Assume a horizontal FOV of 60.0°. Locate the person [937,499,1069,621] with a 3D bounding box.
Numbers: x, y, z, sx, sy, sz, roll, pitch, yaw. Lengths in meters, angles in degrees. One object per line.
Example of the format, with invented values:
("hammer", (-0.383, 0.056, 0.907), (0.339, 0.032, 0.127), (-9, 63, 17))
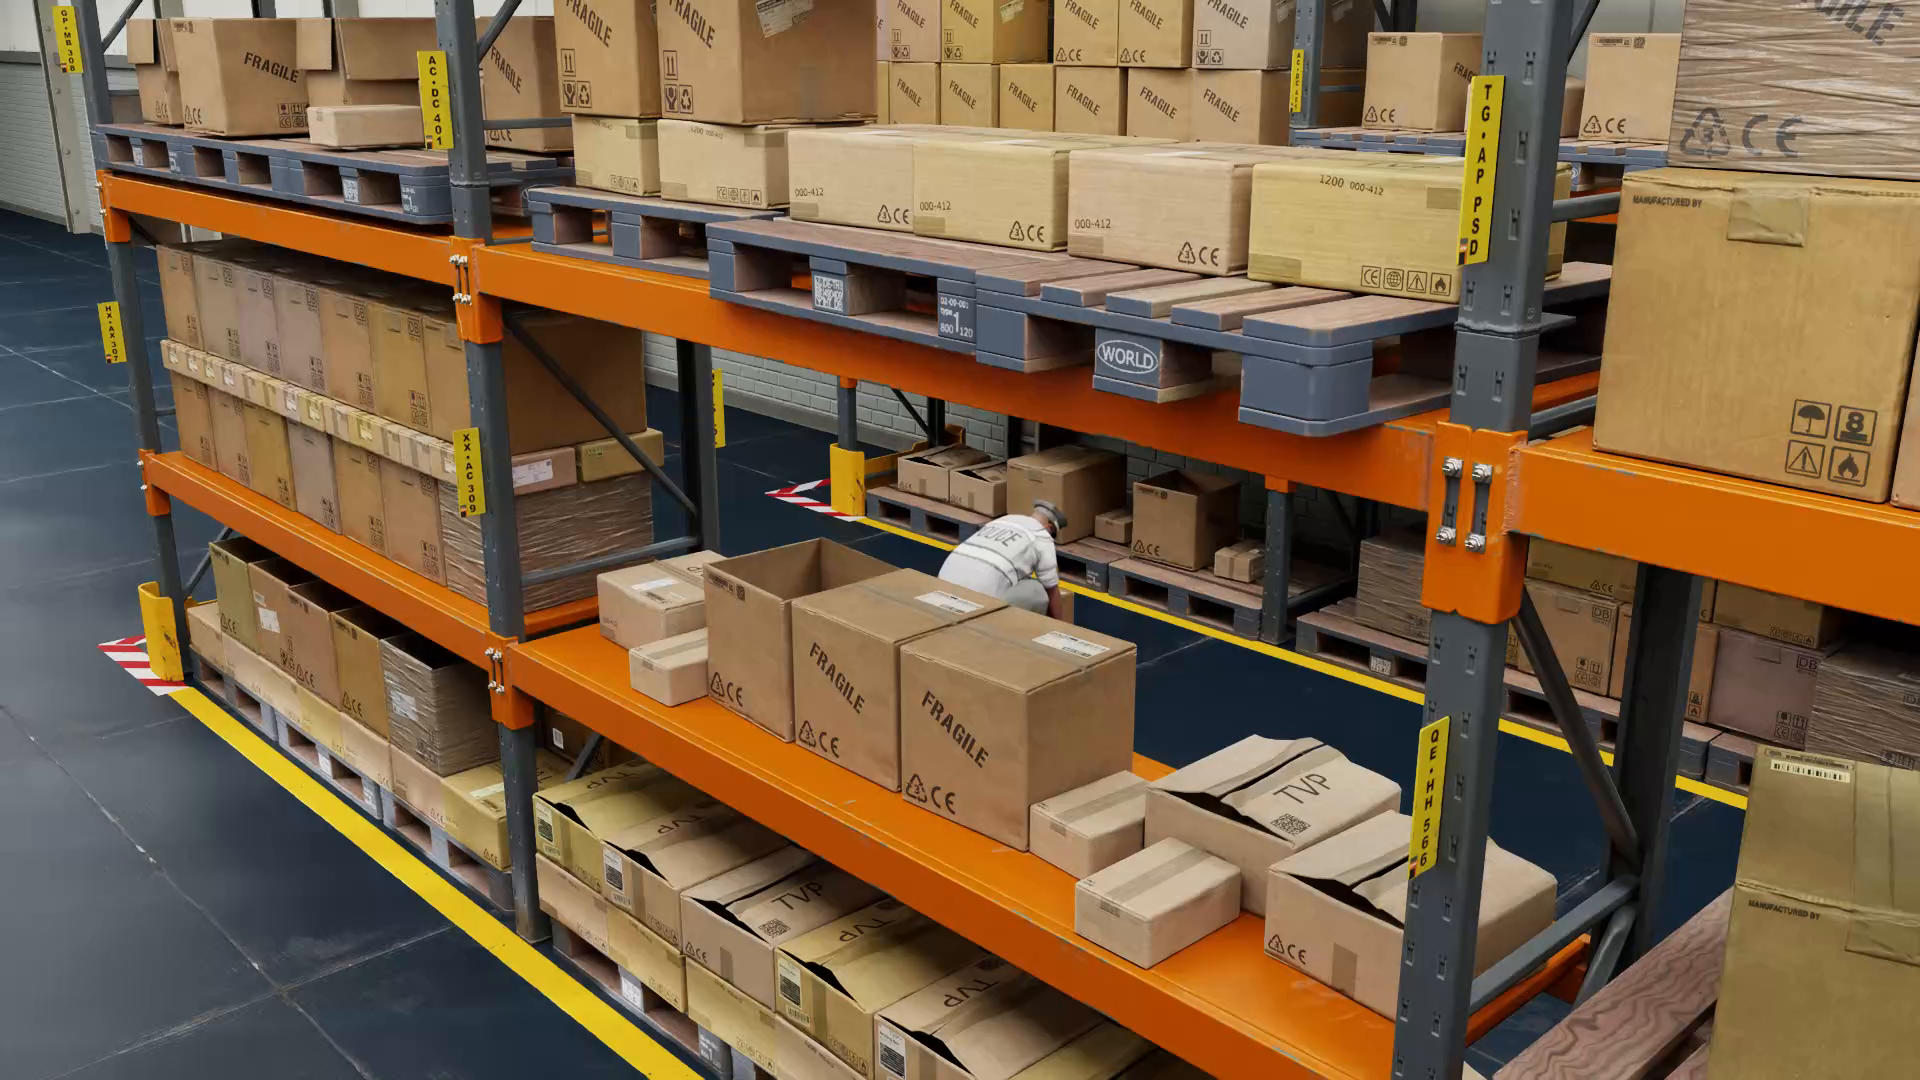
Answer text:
("person", (0.289, 0.266, 9.891), (0.995, 0.891, 0.540), (-16, 23, -42))
